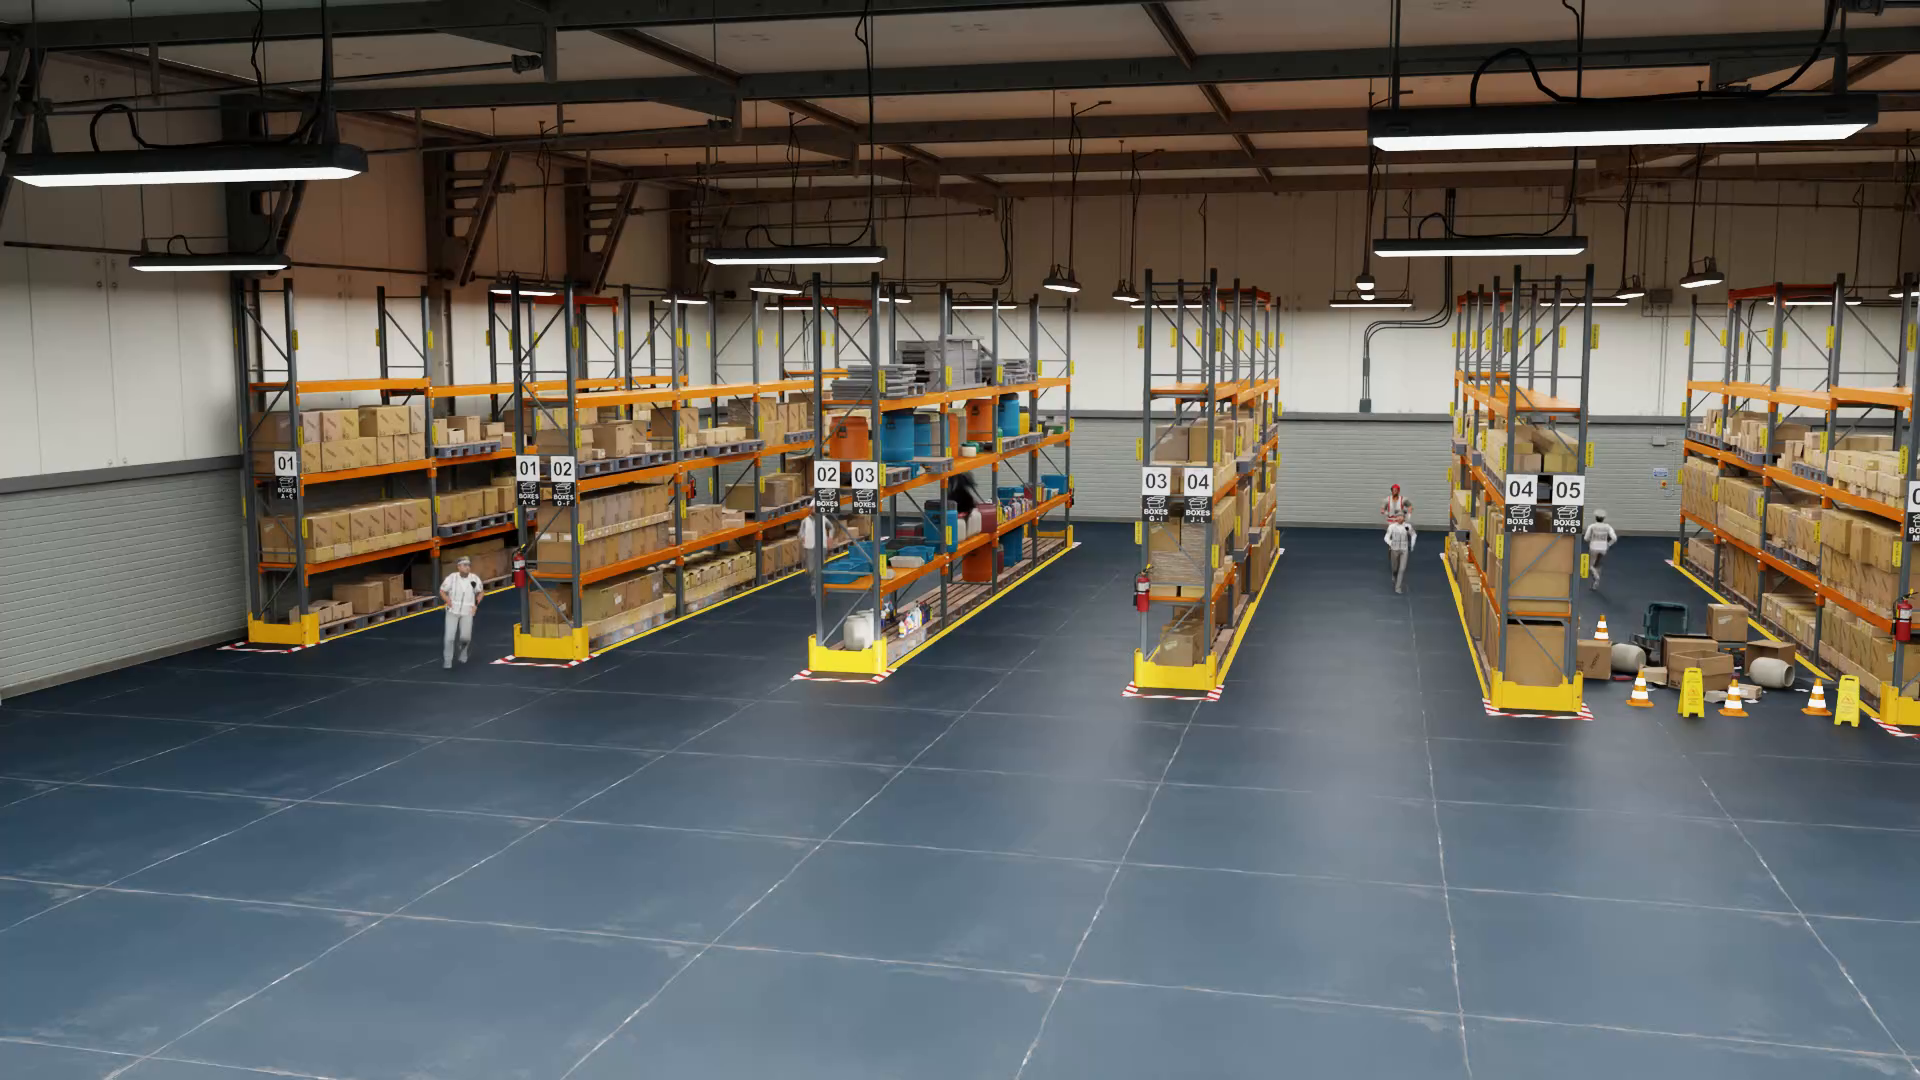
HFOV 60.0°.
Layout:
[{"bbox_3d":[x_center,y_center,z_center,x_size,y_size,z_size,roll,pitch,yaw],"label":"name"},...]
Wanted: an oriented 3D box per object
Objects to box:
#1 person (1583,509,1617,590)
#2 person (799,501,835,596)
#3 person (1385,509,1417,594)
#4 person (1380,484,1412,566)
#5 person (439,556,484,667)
[{"bbox_3d":[12.745,0.205,33.174,0.622,1.655,0.713,1,7,5],"label":"person"},{"bbox_3d":[-2.675,0.141,30.957,0.677,1.748,0.896,0,7,2],"label":"person"},{"bbox_3d":[8.794,0.207,33.184,0.632,1.661,0.842,2,7,13],"label":"person"},{"bbox_3d":[9.769,-0.356,37.272,0.671,1.797,1.001,3,8,24],"label":"person"},{"bbox_3d":[-7.668,1.096,25.603,0.657,1.706,0.548,-2,7,-18],"label":"person"}]
